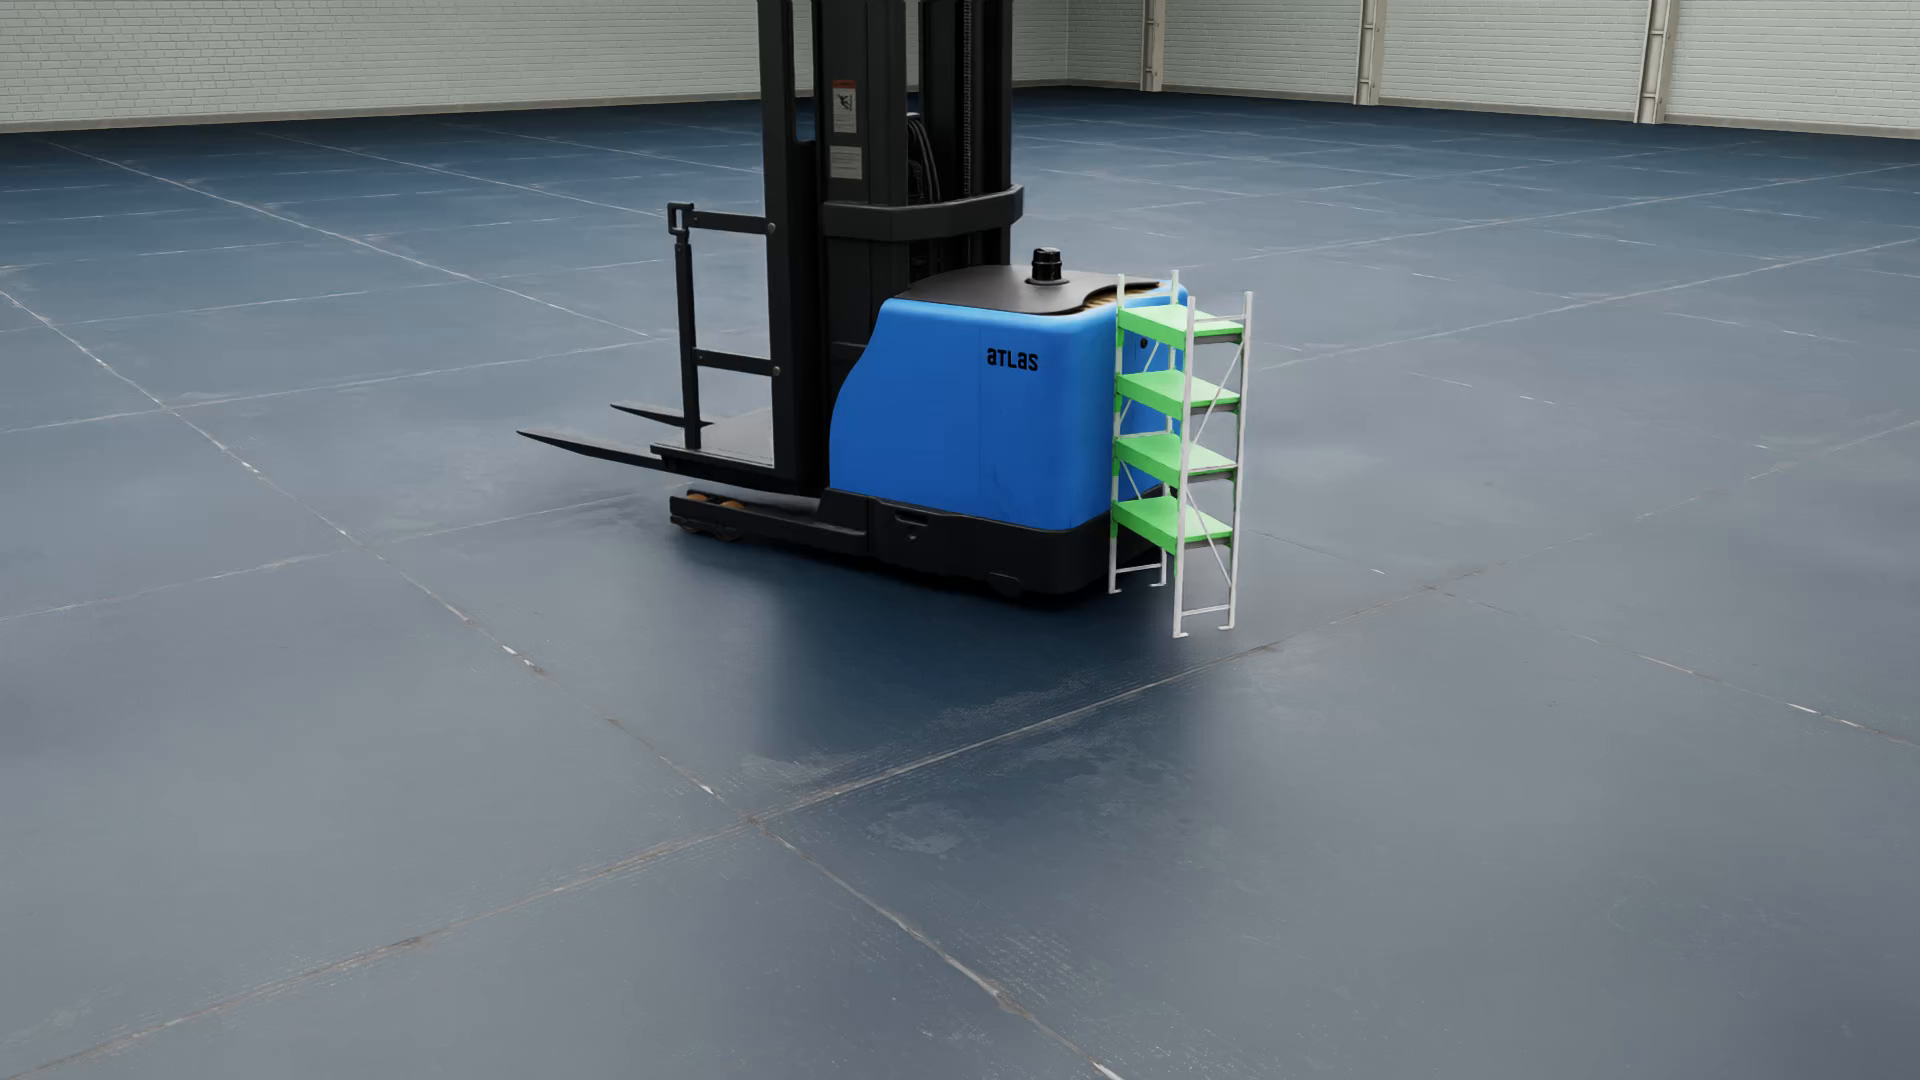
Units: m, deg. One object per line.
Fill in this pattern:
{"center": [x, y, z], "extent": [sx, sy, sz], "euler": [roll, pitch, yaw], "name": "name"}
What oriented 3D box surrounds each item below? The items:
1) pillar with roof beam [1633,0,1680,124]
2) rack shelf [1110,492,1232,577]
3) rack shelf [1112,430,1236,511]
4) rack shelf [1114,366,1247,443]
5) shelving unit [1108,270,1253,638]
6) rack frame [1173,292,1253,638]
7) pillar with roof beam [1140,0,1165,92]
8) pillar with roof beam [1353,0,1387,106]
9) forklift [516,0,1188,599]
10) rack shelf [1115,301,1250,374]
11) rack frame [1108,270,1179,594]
{"center": [8.355, -10.534, 24.361], "extent": [9.100, 9.000, 0.400], "euler": [-14, 23, -36], "name": "pillar with roof beam"}
{"center": [0.766, -0.025, 5.997], "extent": [0.258, 0.148, 0.480], "euler": [-8, 20, -22], "name": "rack shelf"}
{"center": [0.766, -0.253, 5.922], "extent": [0.258, 0.148, 0.480], "euler": [-8, 20, -22], "name": "rack shelf"}
{"center": [0.766, -0.481, 5.846], "extent": [0.258, 0.148, 0.480], "euler": [-8, 20, -22], "name": "rack shelf"}
{"center": [0.766, -0.314, 5.902], "extent": [0.258, 1.200, 0.503], "euler": [-8, 20, -22], "name": "shelving unit"}
{"center": [0.861, -0.243, 5.688], "extent": [0.240, 1.200, 0.015], "euler": [-8, 20, -22], "name": "rack frame"}
{"center": [0.905, -13.491, 33.290], "extent": [9.100, 9.000, 0.400], "euler": [-14, 23, -36], "name": "pillar with roof beam"}
{"center": [4.630, -12.013, 28.826], "extent": [9.100, 9.000, 0.400], "euler": [-14, 23, -36], "name": "pillar with roof beam"}
{"center": [-0.606, -1.511, 6.764], "extent": [3.031, 2.935, 1.130], "euler": [12, 22, 31], "name": "forklift"}
{"center": [0.766, -0.709, 5.771], "extent": [0.258, 0.148, 0.480], "euler": [-8, 20, -22], "name": "rack shelf"}
{"center": [0.671, -0.385, 6.115], "extent": [0.240, 1.200, 0.015], "euler": [-8, 20, -22], "name": "rack frame"}
